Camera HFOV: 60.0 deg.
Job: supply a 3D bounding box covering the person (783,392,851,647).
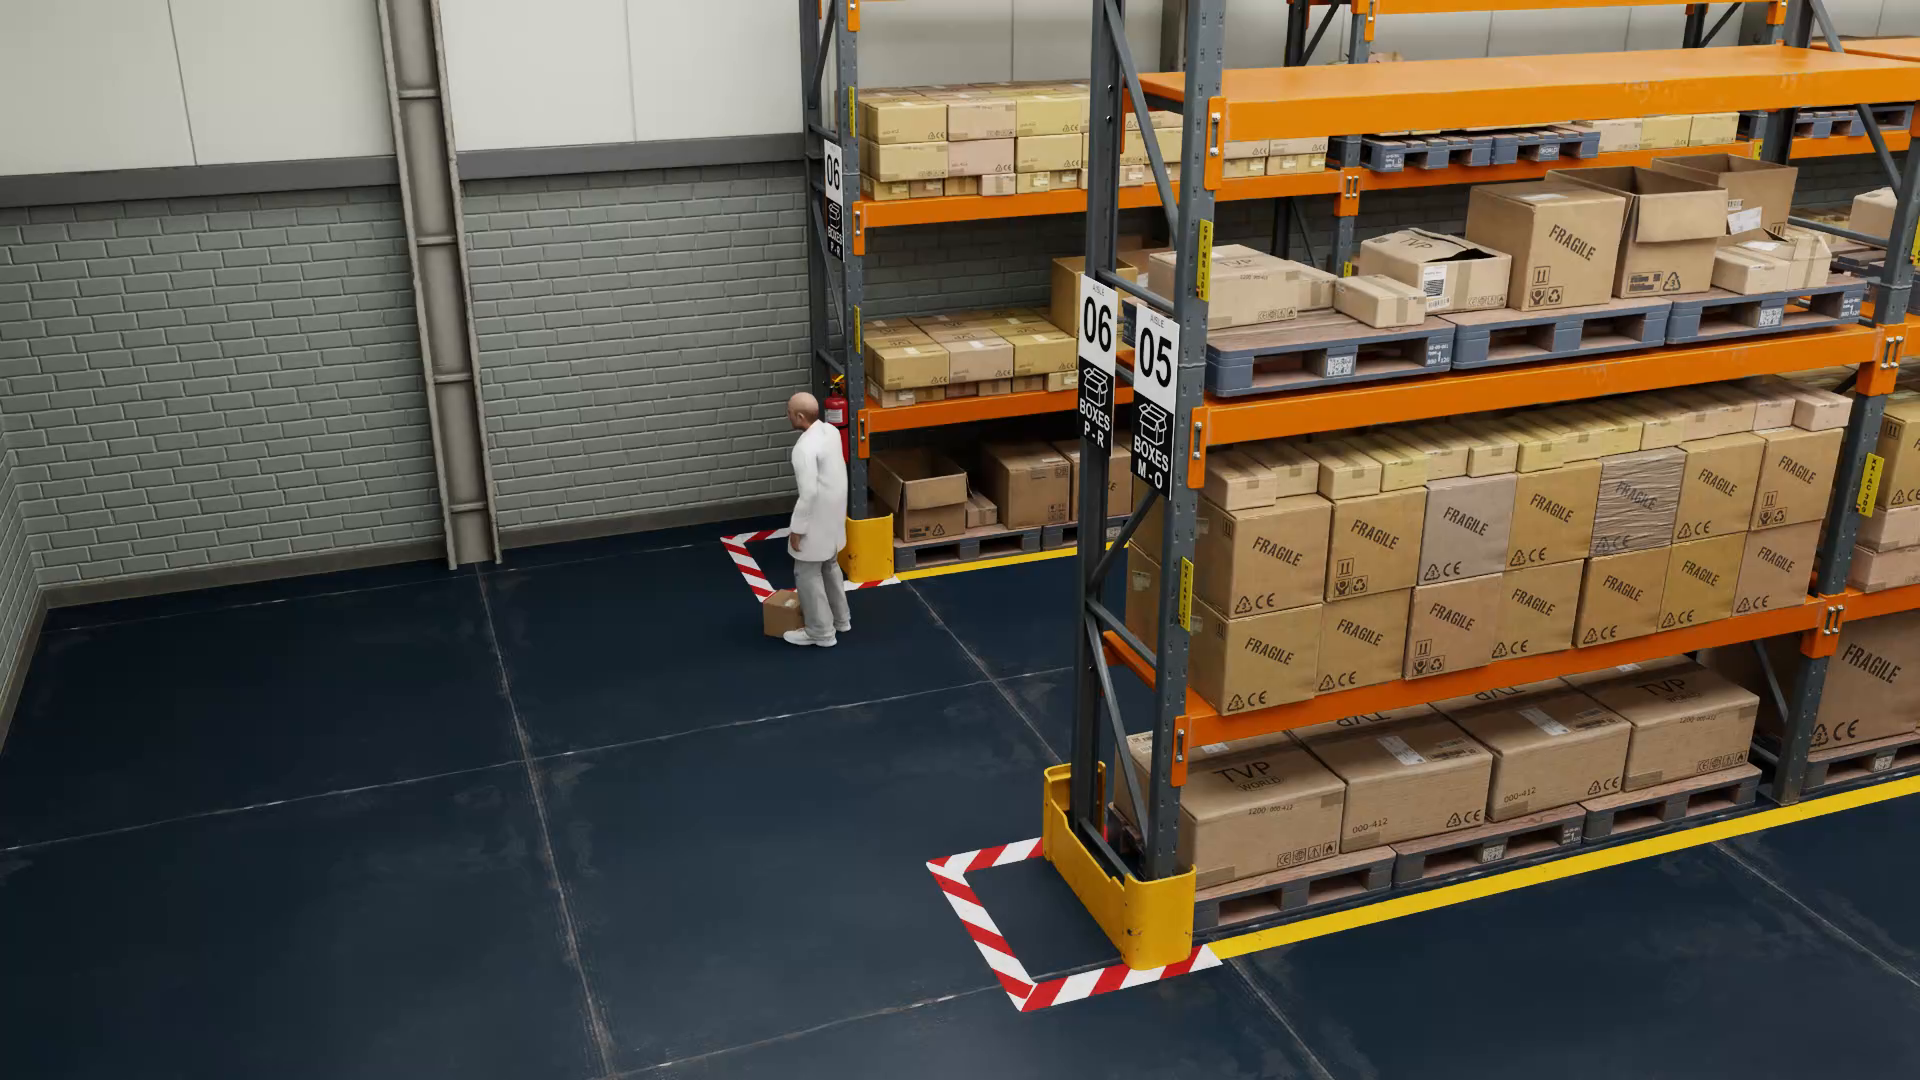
[{"bbox_3d":[-0.976,-0.144,11.227,0.424,1.774,0.653,8,24,19],"label":"person"}]
